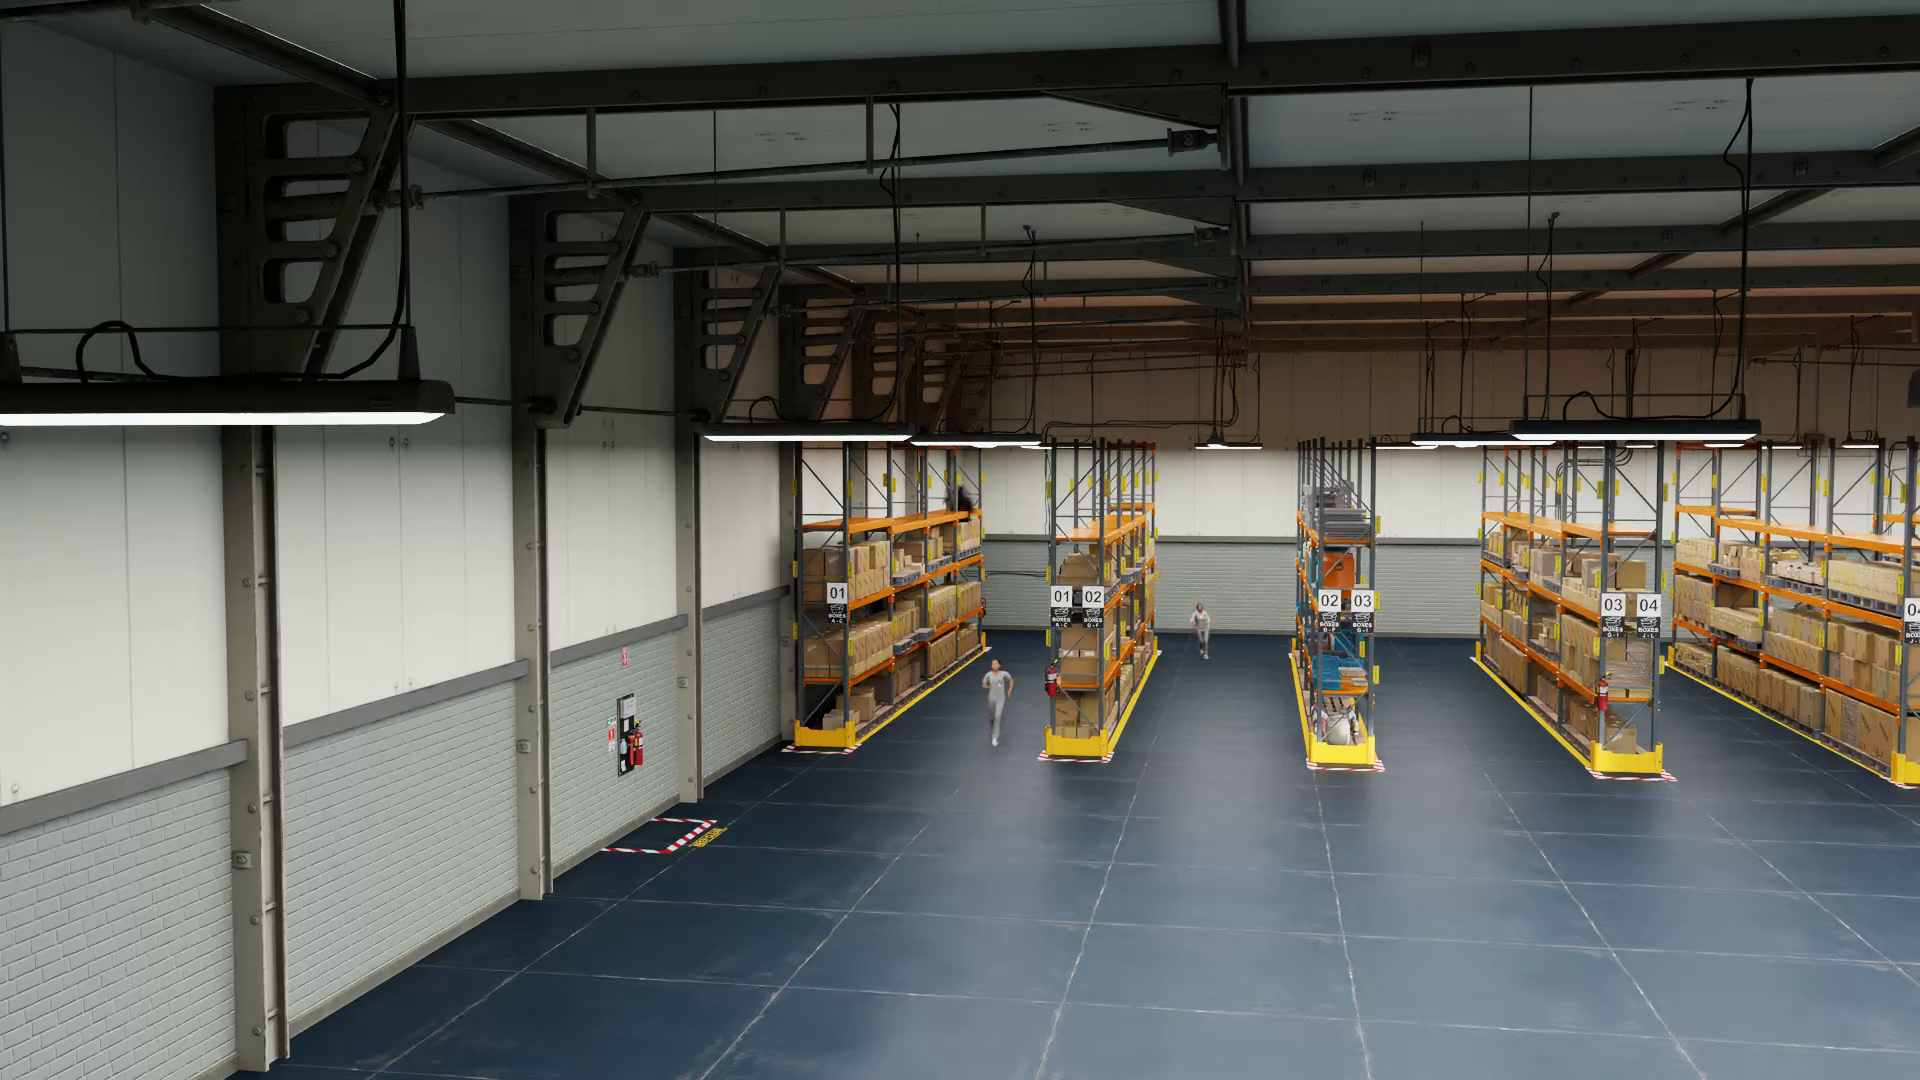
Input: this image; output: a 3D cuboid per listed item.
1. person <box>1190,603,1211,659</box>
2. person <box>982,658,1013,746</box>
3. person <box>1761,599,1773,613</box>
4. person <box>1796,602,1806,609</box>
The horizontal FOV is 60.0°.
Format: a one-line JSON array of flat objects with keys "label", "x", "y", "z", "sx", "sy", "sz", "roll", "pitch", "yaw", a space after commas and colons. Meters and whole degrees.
[{"label": "person", "x": 6.672, "y": 2.526, "z": 45.980, "sx": 0.548, "sy": 1.528, "sz": 0.548, "roll": 0, "pitch": 3, "yaw": -4}, {"label": "person", "x": 0.707, "y": 3.276, "z": 32.706, "sx": 0.576, "sy": 1.382, "sz": 1.028, "roll": 1, "pitch": 3, "yaw": 14}, {"label": "person", "x": 21.974, "y": 2.441, "z": 45.484, "sx": 0.754, "sy": 1.844, "sz": 0.640, "roll": 0, "pitch": 3, "yaw": 9}, {"label": "person", "x": 22.902, "y": 2.486, "z": 45.301, "sx": 0.681, "sy": 1.682, "sz": 0.699, "roll": 1, "pitch": 3, "yaw": 18}]
